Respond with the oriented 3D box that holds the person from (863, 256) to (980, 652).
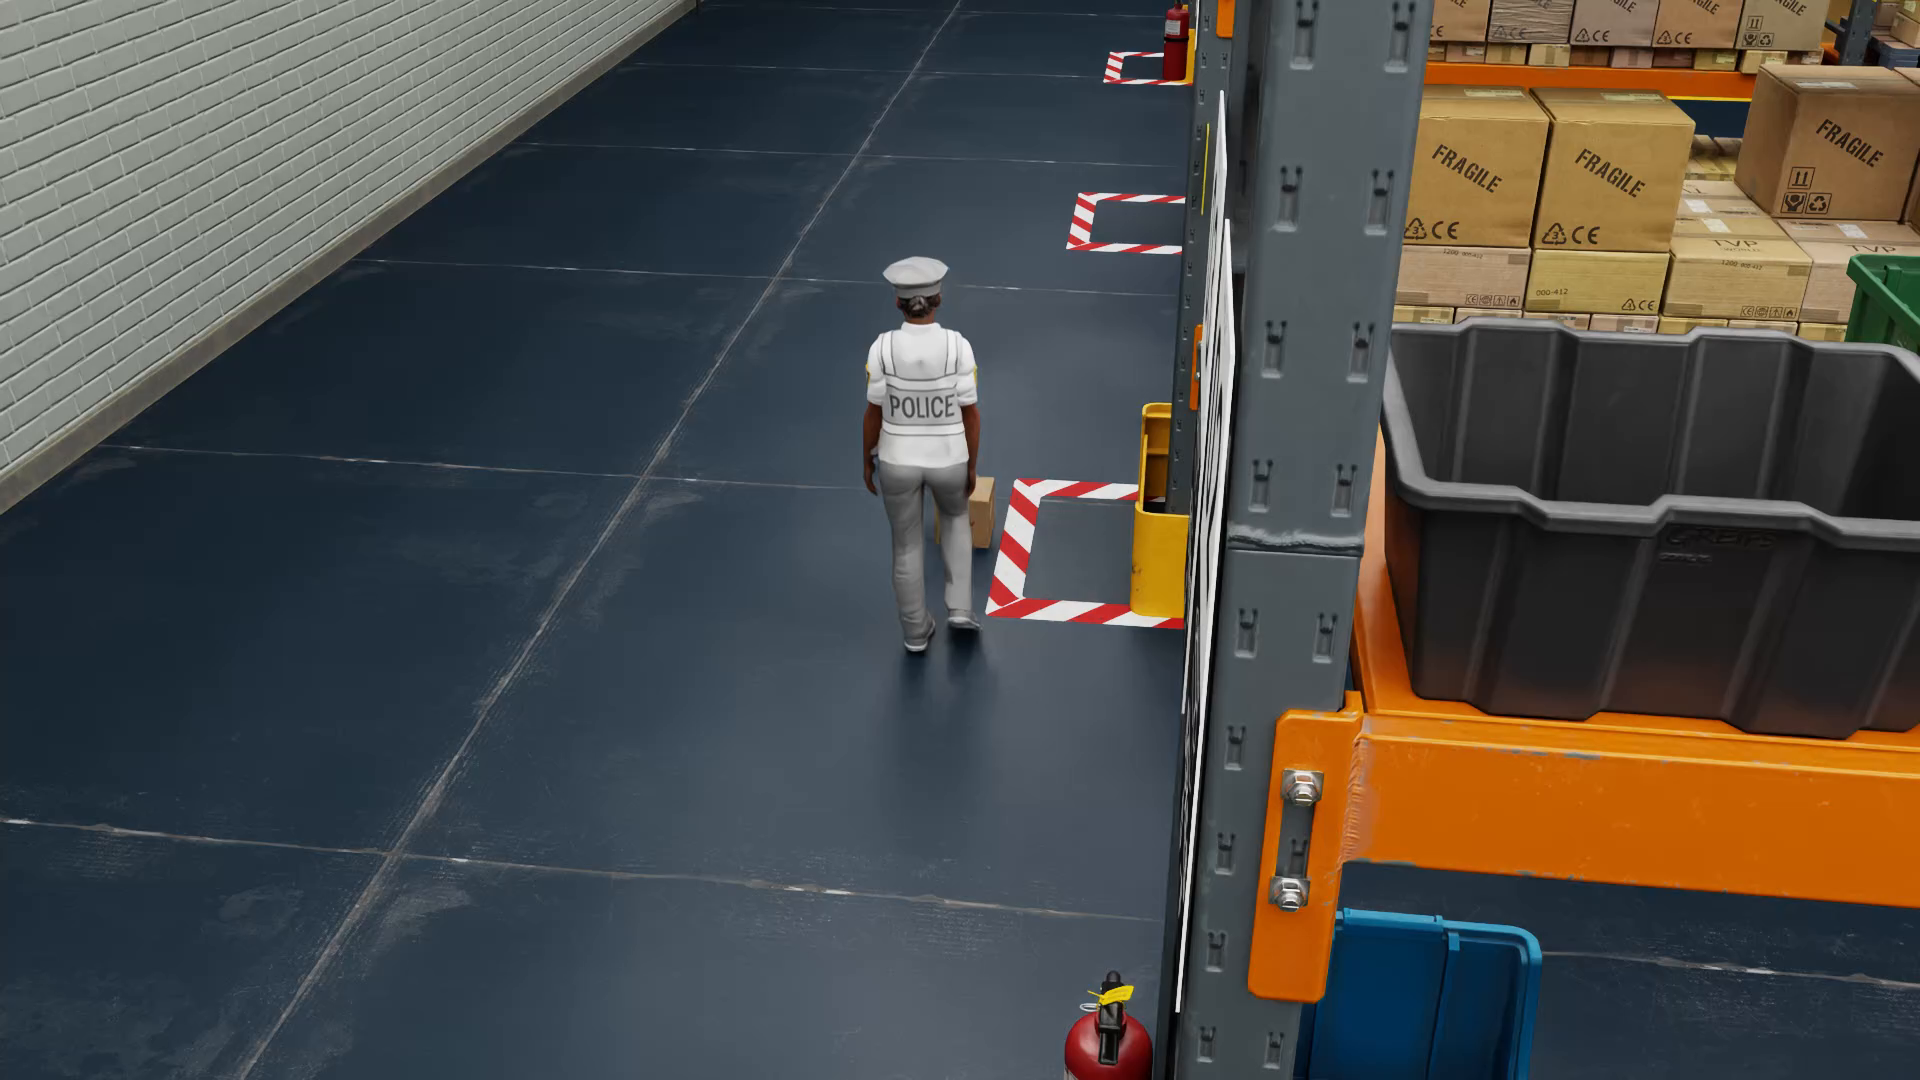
[{"bbox_3d":[-0.153,-0.316,6.703,0.473,1.677,0.430,-2,29,-3],"label":"person"}]
